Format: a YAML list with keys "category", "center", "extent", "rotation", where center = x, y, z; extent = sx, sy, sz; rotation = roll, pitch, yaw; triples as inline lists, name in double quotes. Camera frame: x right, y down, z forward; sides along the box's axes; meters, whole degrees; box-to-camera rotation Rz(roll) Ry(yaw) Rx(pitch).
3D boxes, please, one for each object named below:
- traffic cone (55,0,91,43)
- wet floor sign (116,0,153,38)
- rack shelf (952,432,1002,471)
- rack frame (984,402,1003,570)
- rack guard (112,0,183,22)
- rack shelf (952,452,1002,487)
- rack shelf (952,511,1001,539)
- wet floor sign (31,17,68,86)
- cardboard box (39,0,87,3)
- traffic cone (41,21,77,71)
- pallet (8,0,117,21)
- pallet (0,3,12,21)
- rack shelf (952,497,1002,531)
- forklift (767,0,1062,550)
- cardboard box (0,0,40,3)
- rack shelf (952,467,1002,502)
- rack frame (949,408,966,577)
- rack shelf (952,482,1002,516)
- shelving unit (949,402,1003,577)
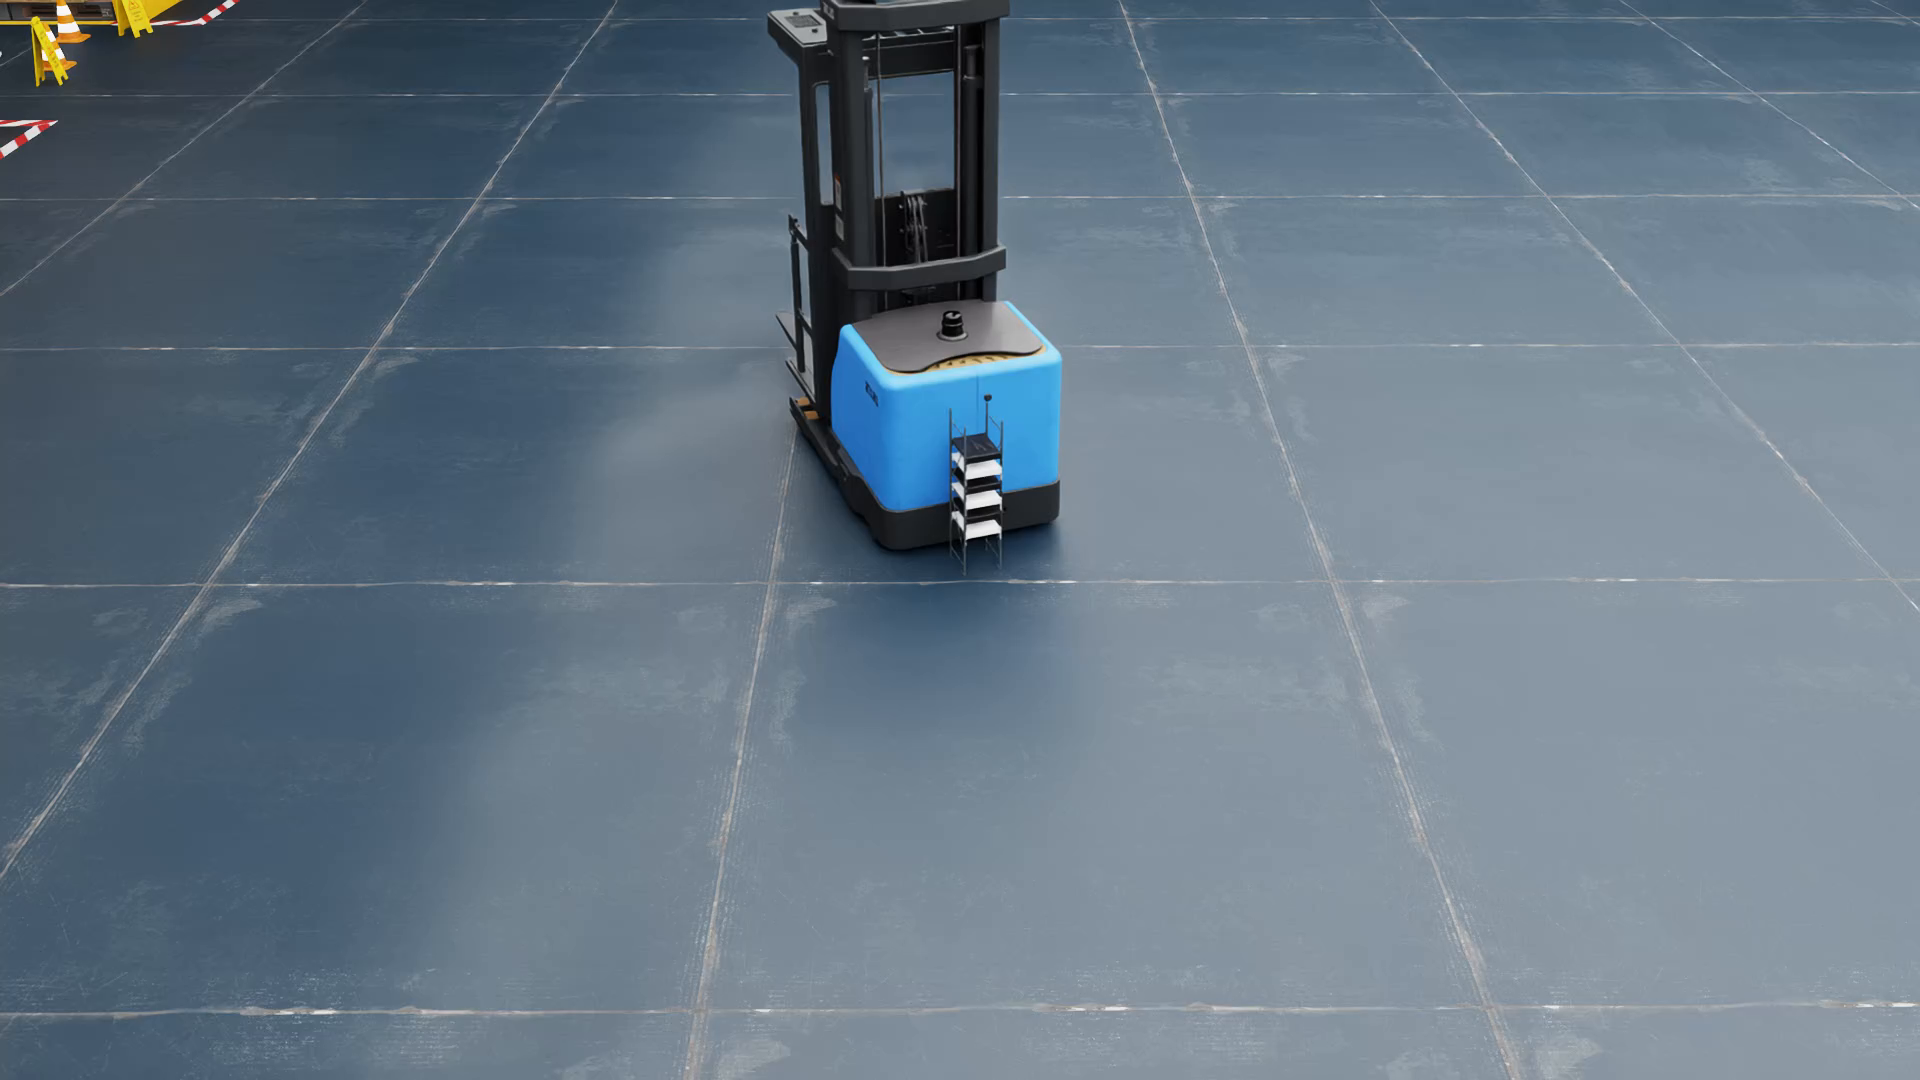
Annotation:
- category: "traffic cone"
  center: [-9.813, -5.729, 18.247]
  extent: [0.334, 0.463, 0.336]
  rotation: [0, 31, 0]
- category: "wet floor sign"
  center: [-9.194, -5.924, 18.391]
  extent: [0.232, 0.644, 0.267]
  rotation: [10, 33, 17]
- category: "rack shelf"
  center: [0.082, -0.465, 8.692]
  extent: [0.200, 0.077, 0.258]
  rotation: [-11, 33, -17]
- category: "rack frame"
  center: [0.178, -0.281, 8.845]
  extent: [0.006, 0.900, 0.240]
  rotation: [-11, 33, -17]
- category: "rack guard"
  center: [-9.467, -6.416, 19.342]
  extent: [0.348, 0.500, 1.175]
  rotation: [0, 31, 0]
- category: "rack shelf"
  center: [0.082, -0.388, 8.739]
  extent: [0.200, 0.077, 0.258]
  rotation: [-11, 33, -17]
- category: "rack shelf"
  center: [0.082, -0.080, 8.926]
  extent: [0.200, 0.077, 0.258]
  rotation: [-11, 33, -17]
- category: "wet floor sign"
  center: [-9.243, -4.938, 16.766]
  extent: [0.232, 0.644, 0.267]
  rotation: [-5, 32, -9]
- category: "cardboard box"
  center: [-10.221, -6.346, 19.064]
  extent: [0.500, 0.250, 0.500]
  rotation: [0, 31, -1]
- category: "traffic cone"
  center: [-9.466, -5.155, 17.300]
  extent: [0.334, 0.463, 0.336]
  rotation: [0, 31, 0]
- category: "pallet"
  center: [-10.279, -6.308, 19.443]
  extent: [1.213, 0.211, 1.003]
  rotation: [0, 31, 0]
- category: "pallet"
  center: [-11.496, -6.306, 19.439]
  extent: [1.213, 0.211, 1.003]
  rotation: [0, 31, 0]
- category: "rack shelf"
  center: [0.082, -0.157, 8.879]
  extent: [0.200, 0.077, 0.258]
  rotation: [-11, 33, -17]
- category: "forklift"
  center: [-0.425, -1.953, 9.643]
  extent: [1.130, 2.935, 3.031]
  rotation: [-11, 33, -17]
- category: "cardboard box"
  center: [-10.715, -6.349, 19.068]
  extent: [0.500, 0.250, 0.500]
  rotation: [0, 31, 0]
- category: "rack shelf"
  center: [0.082, -0.311, 8.785]
  extent: [0.200, 0.077, 0.258]
  rotation: [-11, 33, -17]
- category: "rack frame"
  center: [-0.013, -0.244, 8.785]
  extent: [0.006, 0.900, 0.240]
  rotation: [-11, 33, -17]
- category: "rack shelf"
  center: [0.082, -0.234, 8.832]
  extent: [0.200, 0.077, 0.258]
  rotation: [-11, 33, -17]
- category: "shelving unit"
  center: [0.082, -0.262, 8.815]
  extent: [0.210, 0.900, 0.258]
  rotation: [-11, 33, -17]
